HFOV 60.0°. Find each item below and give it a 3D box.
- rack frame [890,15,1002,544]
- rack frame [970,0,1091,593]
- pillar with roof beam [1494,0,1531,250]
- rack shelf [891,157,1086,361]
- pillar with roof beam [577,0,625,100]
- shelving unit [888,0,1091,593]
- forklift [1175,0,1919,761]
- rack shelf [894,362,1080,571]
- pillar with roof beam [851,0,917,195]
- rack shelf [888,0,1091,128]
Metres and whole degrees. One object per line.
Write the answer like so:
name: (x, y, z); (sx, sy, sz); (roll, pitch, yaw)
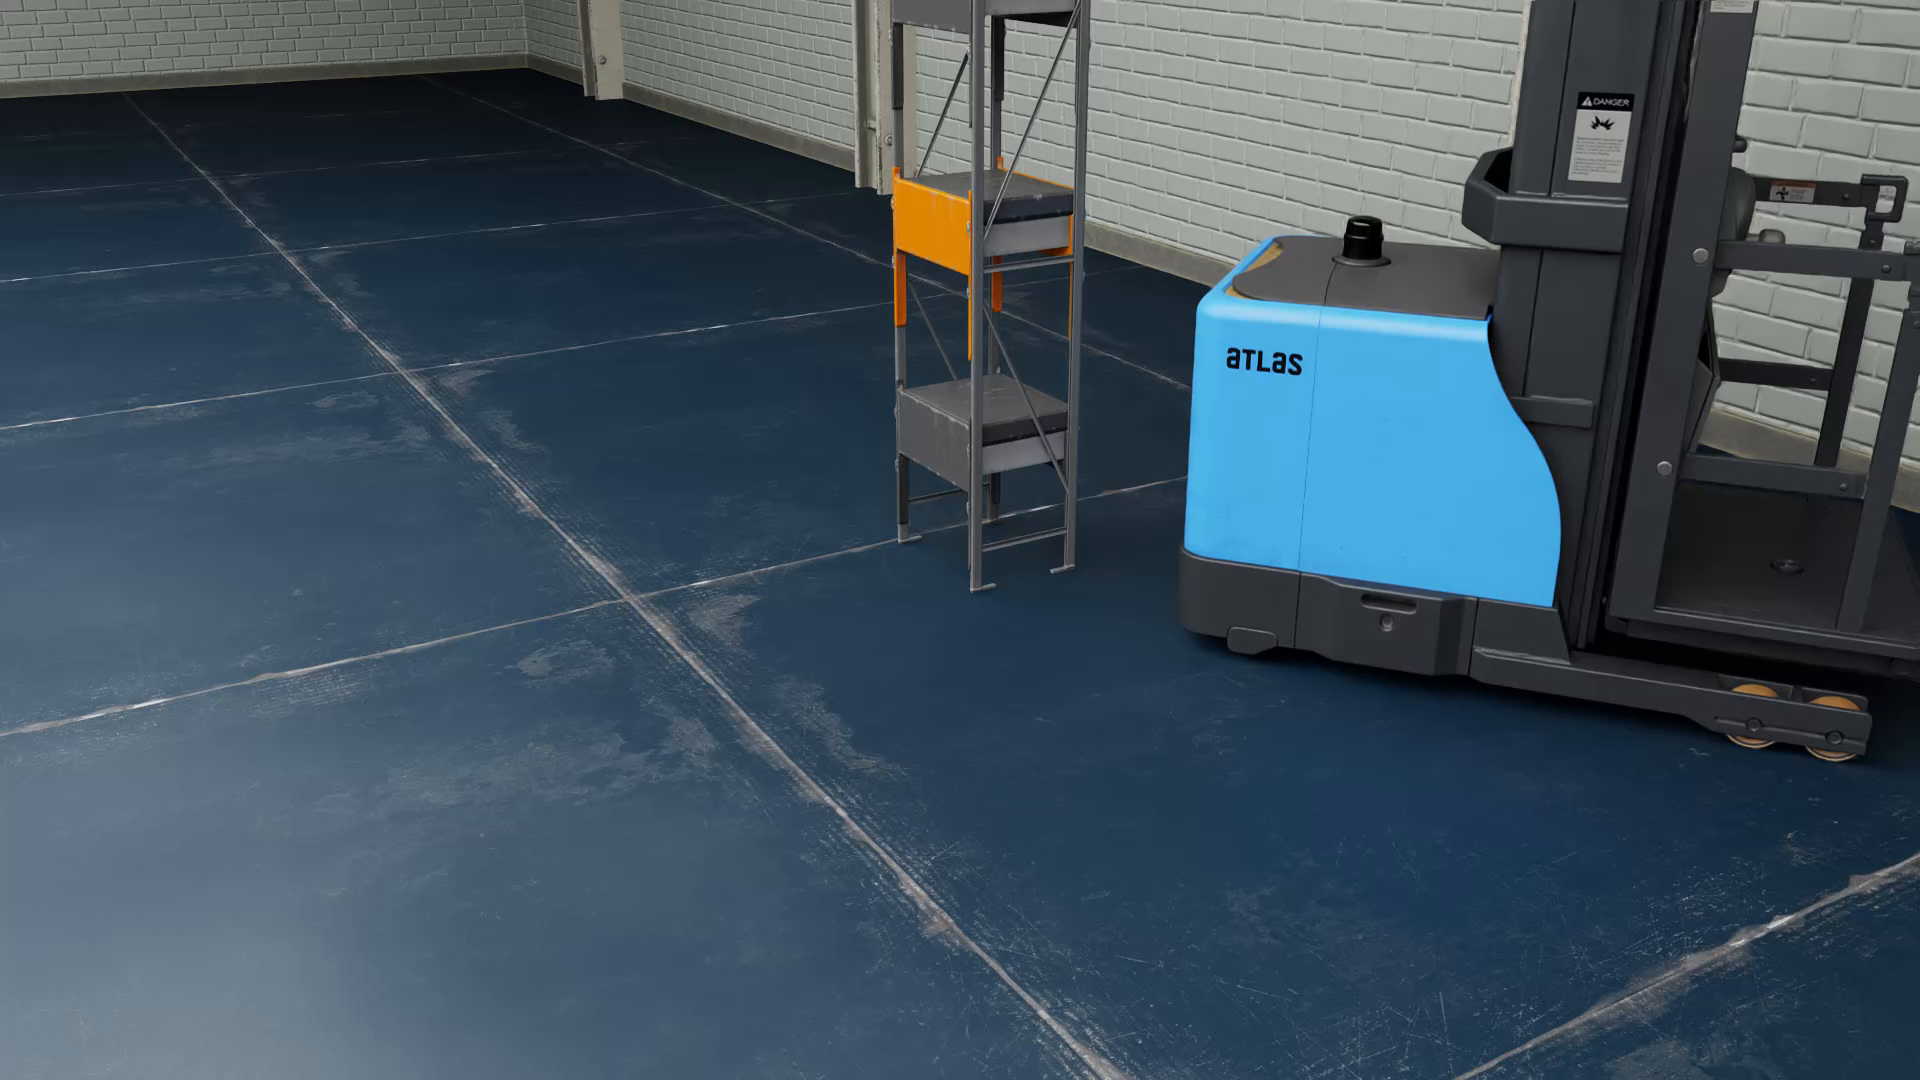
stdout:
rack frame: (-0.040, -0.998, 5.479); (0.400, 2.100, 0.015); (-13, 25, -28)
rack frame: (0.209, -0.840, 5.090); (0.400, 2.100, 0.015); (-13, 25, -28)
pillar with roof beam: (-1.172, -3.956, 3.594); (9.100, 9.000, 0.400); (-13, 25, -28)
rack shelf: (0.085, -0.906, 5.289); (0.431, 0.518, 0.480); (-13, 25, -28)
pillar with roof beam: (-7.302, -7.841, 13.151); (9.100, 9.000, 0.400); (-13, 25, -28)
shelving unit: (0.085, -0.919, 5.284); (0.431, 2.100, 0.503); (-13, 25, -28)
forklift: (2.221, -1.002, 4.384); (3.031, 2.935, 1.130); (8, 24, 20)
rack shelf: (0.085, -0.258, 5.553); (0.431, 0.518, 0.480); (-13, 25, -28)
pillar with roof beam: (-4.237, -5.898, 8.372); (9.100, 9.000, 0.400); (-13, 25, -28)
rack shelf: (0.085, -1.555, 5.026); (0.431, 0.518, 0.480); (-13, 25, -28)
